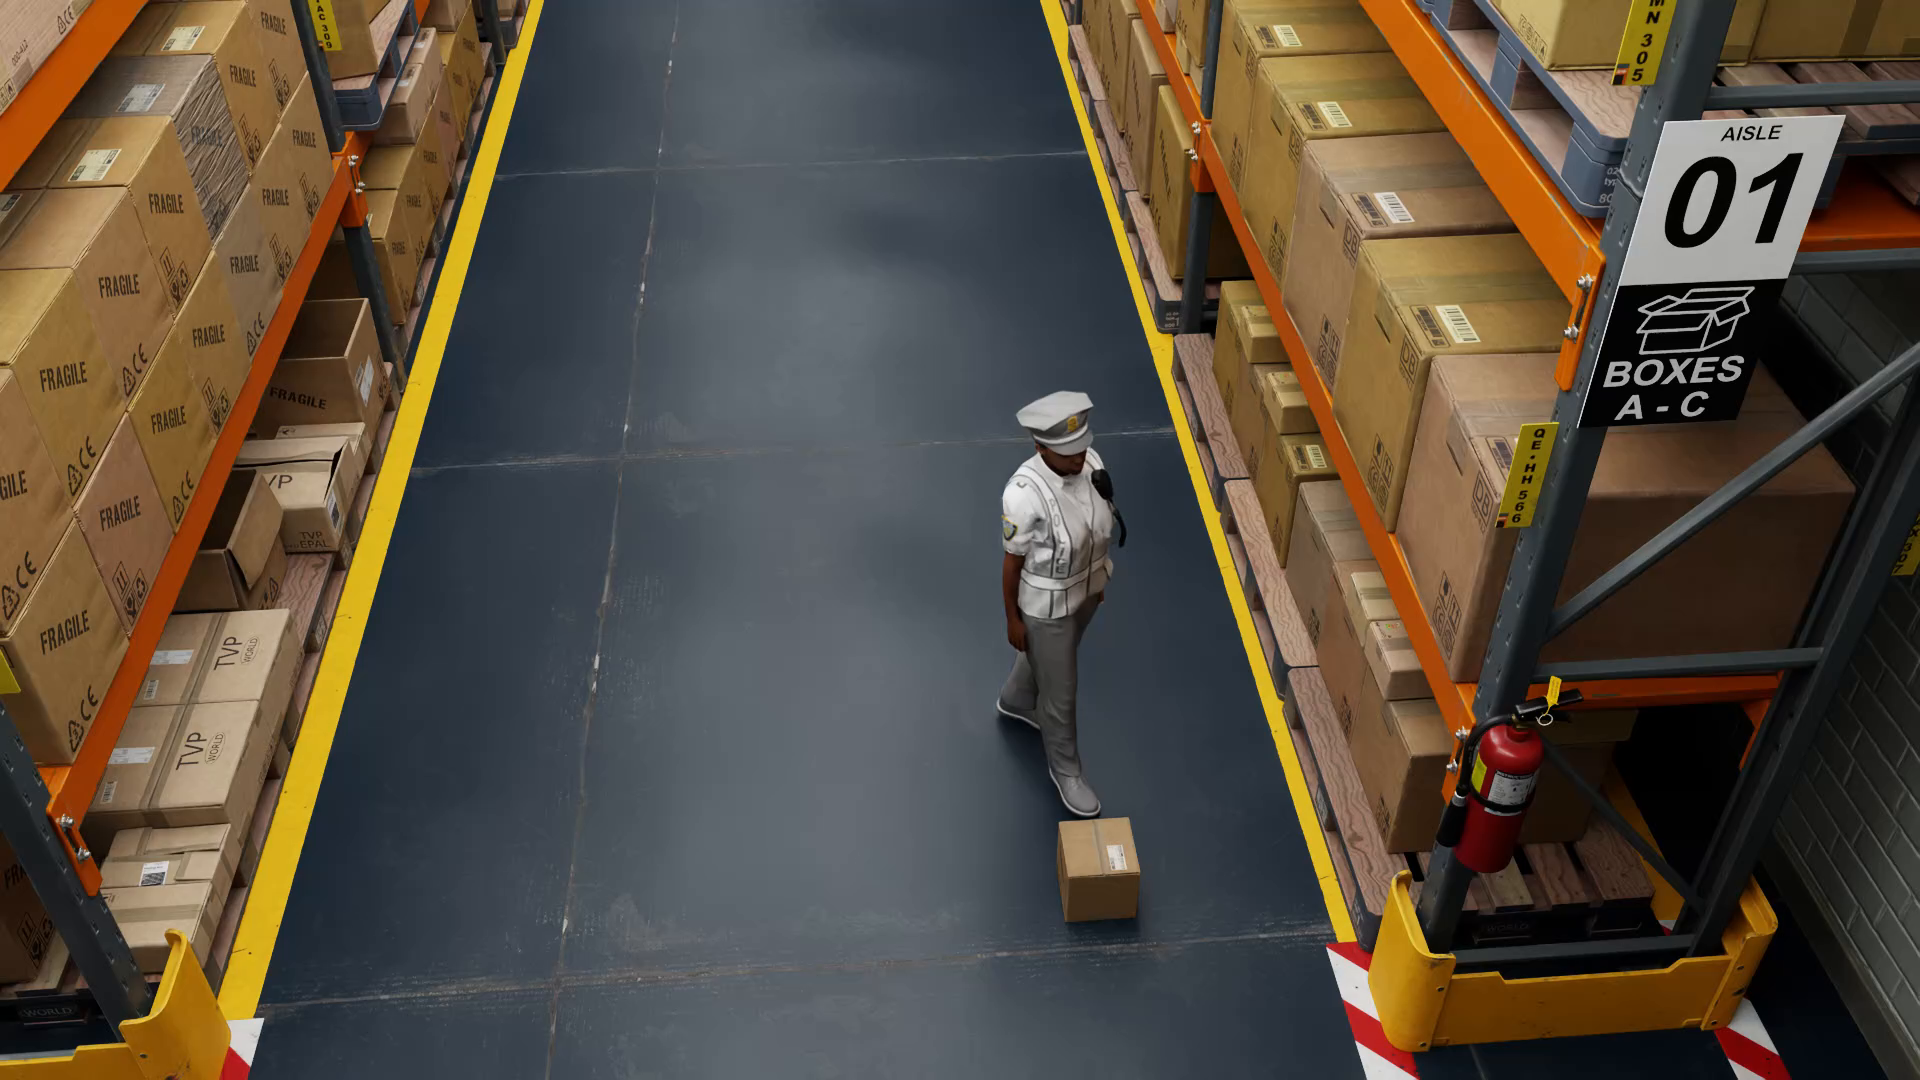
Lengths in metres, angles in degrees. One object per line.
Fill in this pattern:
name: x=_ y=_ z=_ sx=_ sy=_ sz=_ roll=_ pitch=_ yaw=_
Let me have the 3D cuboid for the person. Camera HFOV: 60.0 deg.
person: x=0.362 y=0.191 z=5.896 sx=0.630 sy=1.673 sz=0.445 roll=29 pitch=48 yaw=31
